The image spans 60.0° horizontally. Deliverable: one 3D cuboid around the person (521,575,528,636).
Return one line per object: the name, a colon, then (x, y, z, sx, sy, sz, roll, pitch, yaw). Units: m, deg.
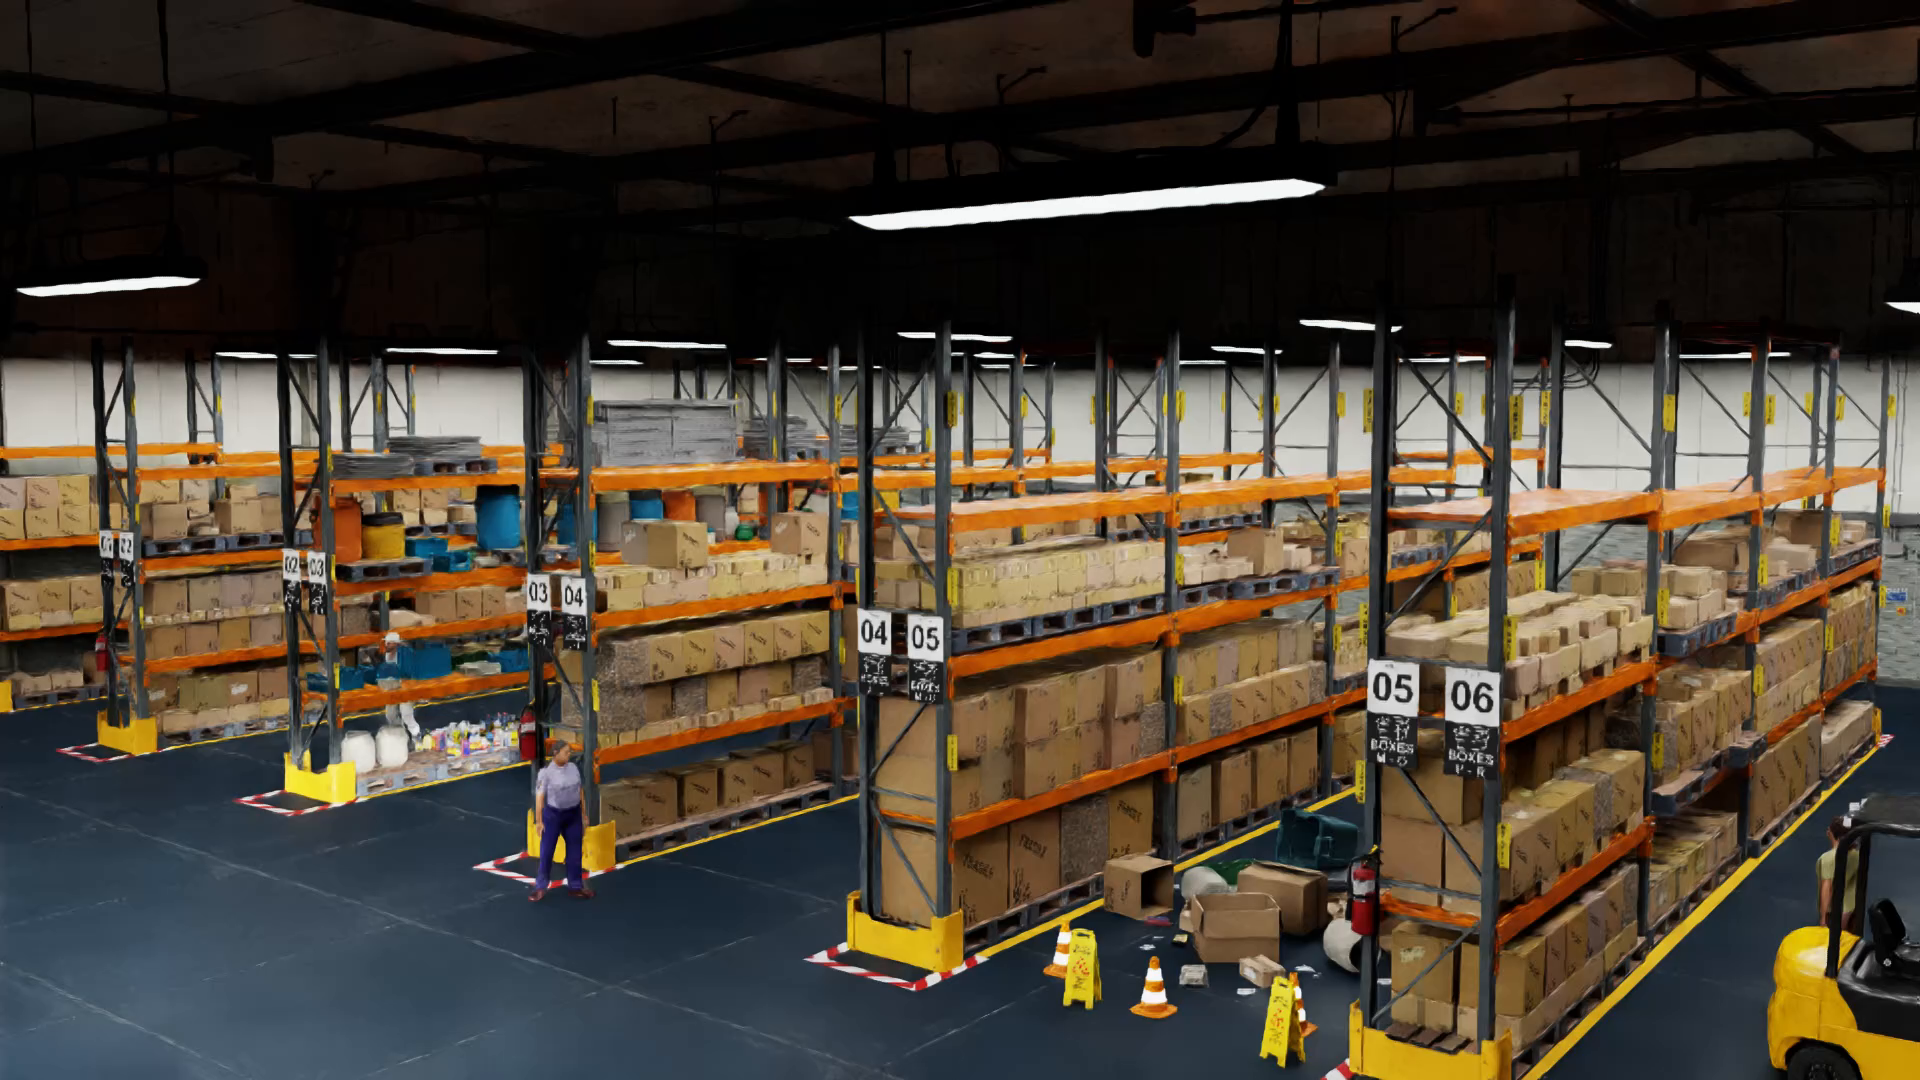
person: (-8.816, 1.399, 34.007, 0.448, 1.567, 1.095, 4, 6, 35)

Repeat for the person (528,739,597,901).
person: (-4.119, 2.862, 17.045, 0.644, 1.649, 0.459, -5, 7, -43)

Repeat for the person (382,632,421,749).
person: (-8.174, 2.193, 24.278, 0.677, 1.742, 0.552, 4, 6, 36)

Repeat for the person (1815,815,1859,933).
person: (7.273, 3.110, 13.891, 0.492, 1.674, 0.478, -3, 6, -28)
